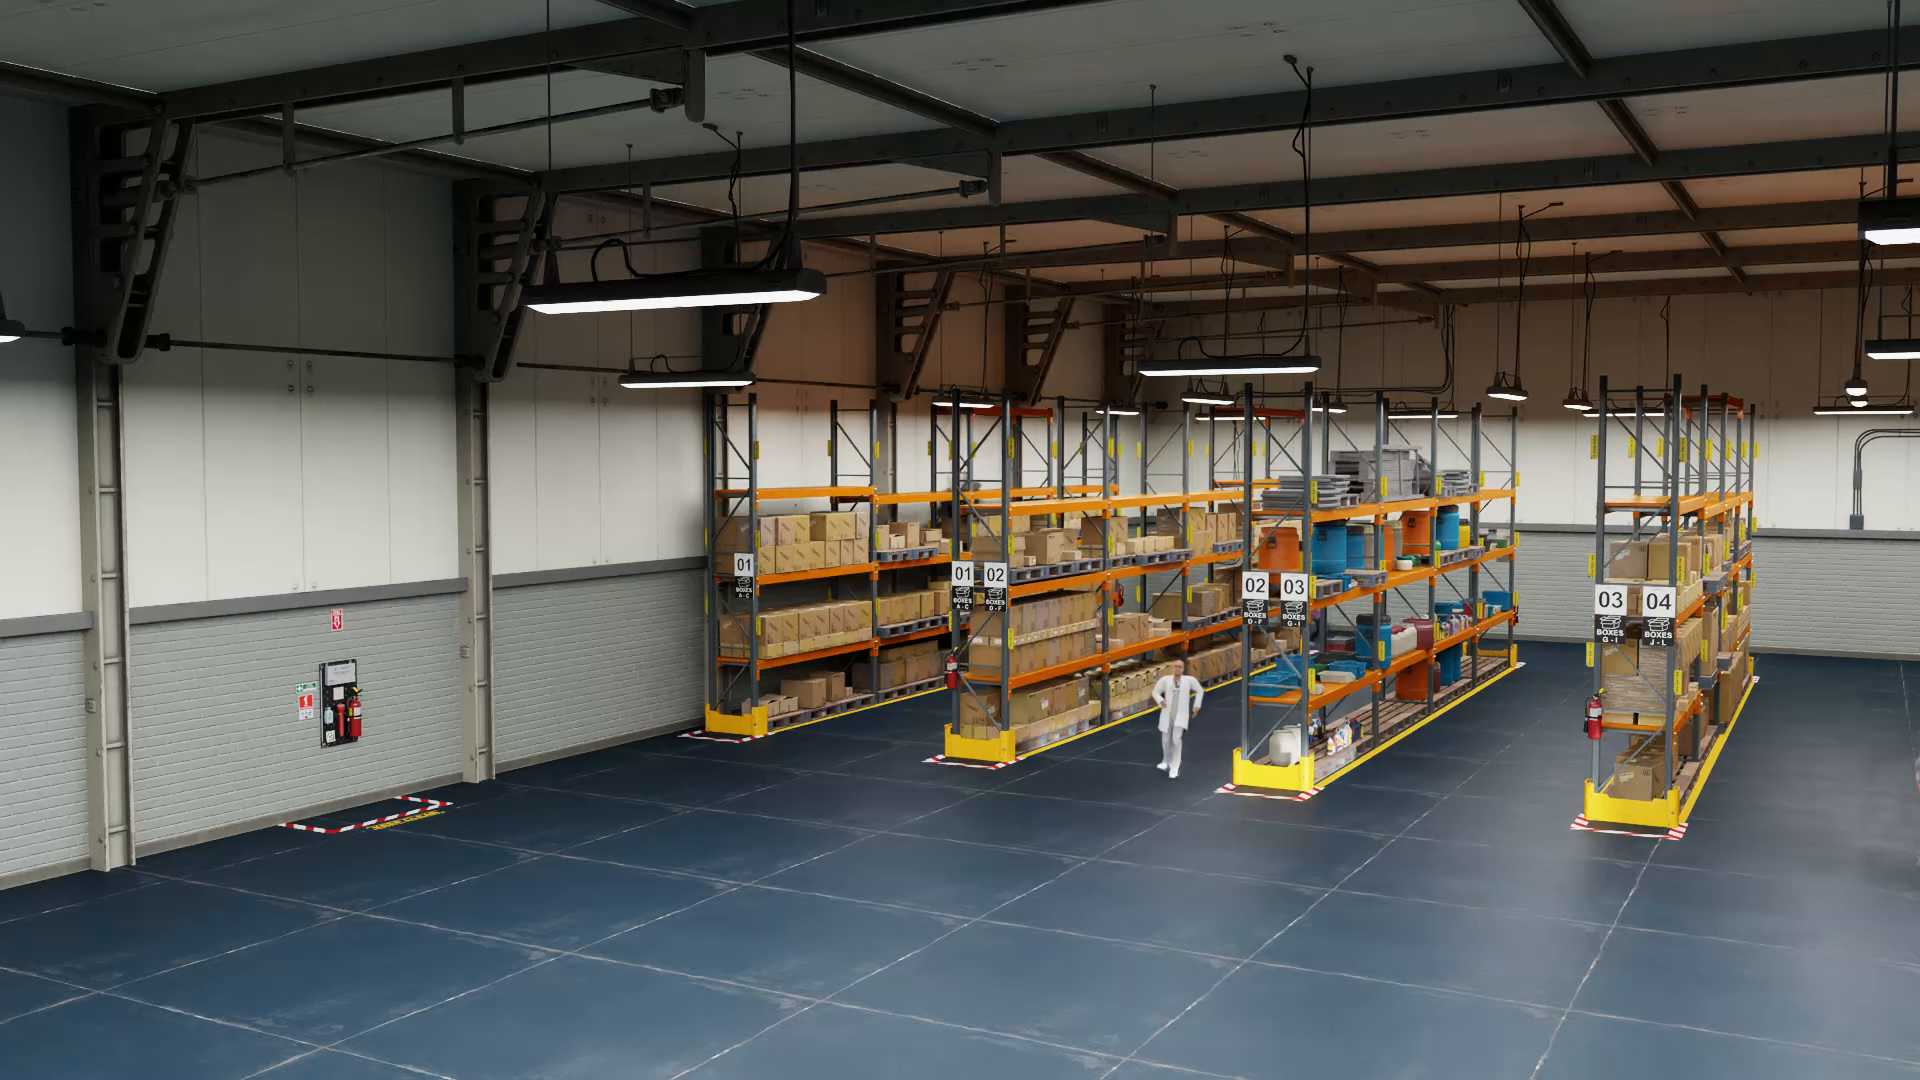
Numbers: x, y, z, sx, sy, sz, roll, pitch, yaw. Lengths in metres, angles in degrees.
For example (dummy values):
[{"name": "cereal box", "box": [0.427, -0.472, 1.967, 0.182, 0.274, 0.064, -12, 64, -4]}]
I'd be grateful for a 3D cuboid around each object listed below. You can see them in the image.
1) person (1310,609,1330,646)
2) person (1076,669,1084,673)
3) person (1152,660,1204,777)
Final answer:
[{"name": "person", "box": [8.993, 1.964, 41.581, 0.558, 1.590, 0.782, -3, 4, -42]}, {"name": "person", "box": [2.362, 2.292, 35.222, 0.608, 1.595, 0.559, 2, 4, 30]}, {"name": "person", "box": [3.343, 2.756, 25.694, 0.774, 1.825, 0.726, 1, 3, 18]}]
